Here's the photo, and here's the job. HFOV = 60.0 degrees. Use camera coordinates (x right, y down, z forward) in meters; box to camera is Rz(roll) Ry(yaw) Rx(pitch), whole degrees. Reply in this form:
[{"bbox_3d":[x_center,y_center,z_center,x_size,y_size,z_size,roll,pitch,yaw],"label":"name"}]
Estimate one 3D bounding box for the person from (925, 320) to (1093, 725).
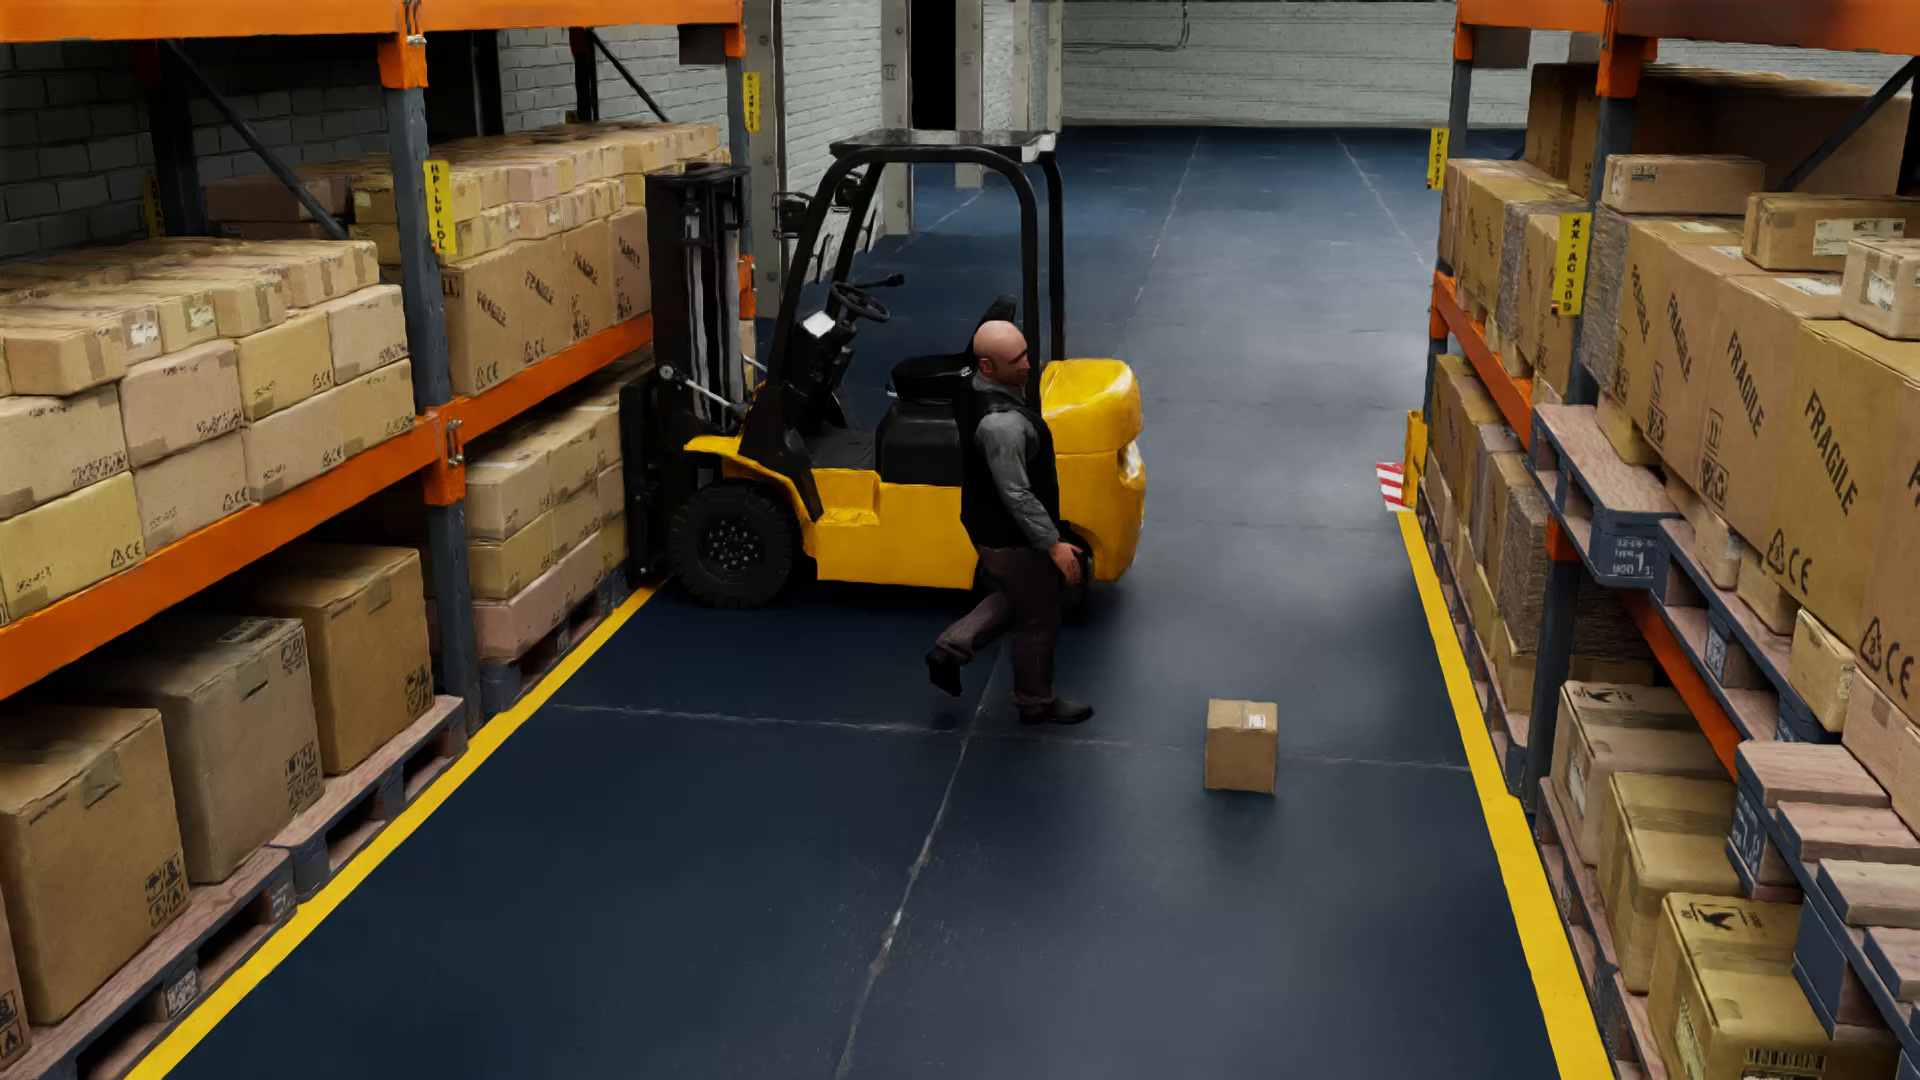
[{"bbox_3d":[0.224,-0.039,6.295,0.672,1.671,0.745,-4,18,-13],"label":"person"}]
